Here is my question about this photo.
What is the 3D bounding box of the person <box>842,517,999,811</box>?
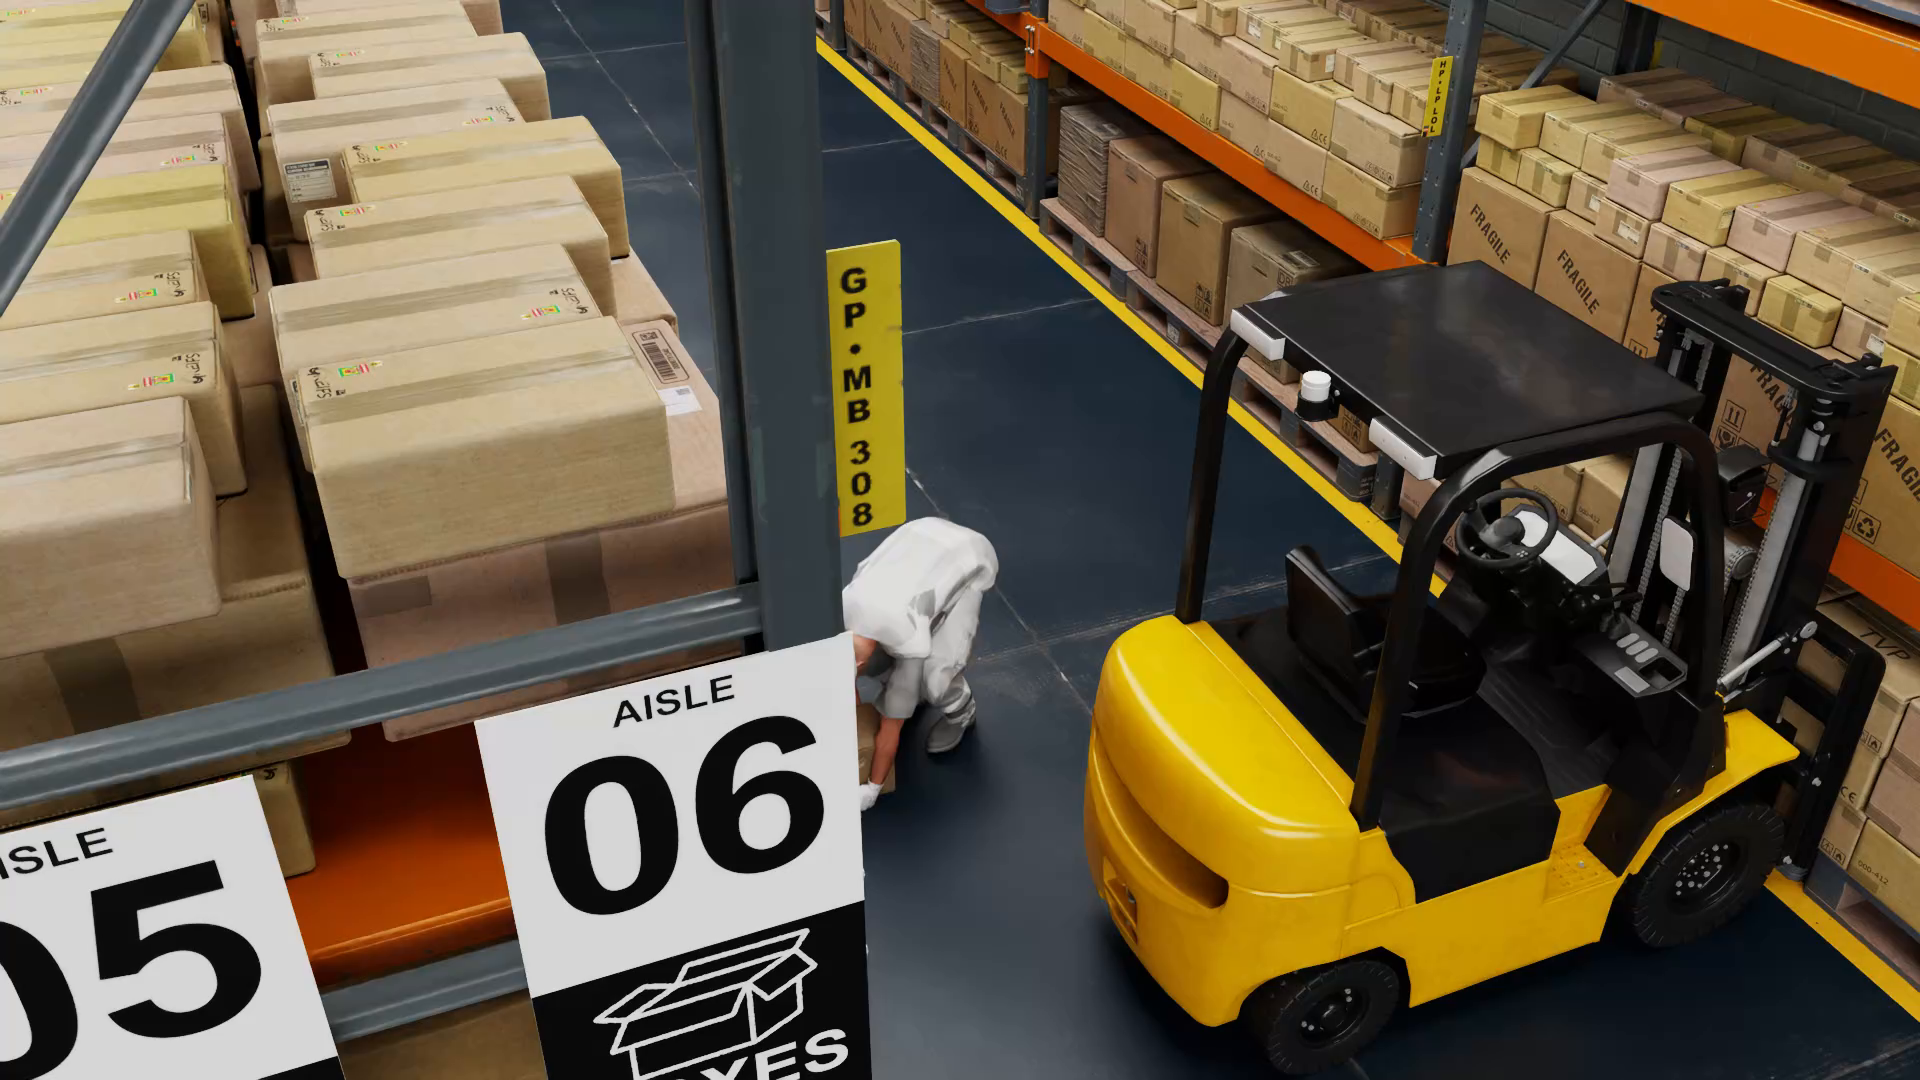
[{"bbox_3d":[-0.234,0.447,6.290,0.535,0.895,0.962,22,39,29],"label":"person"}]
